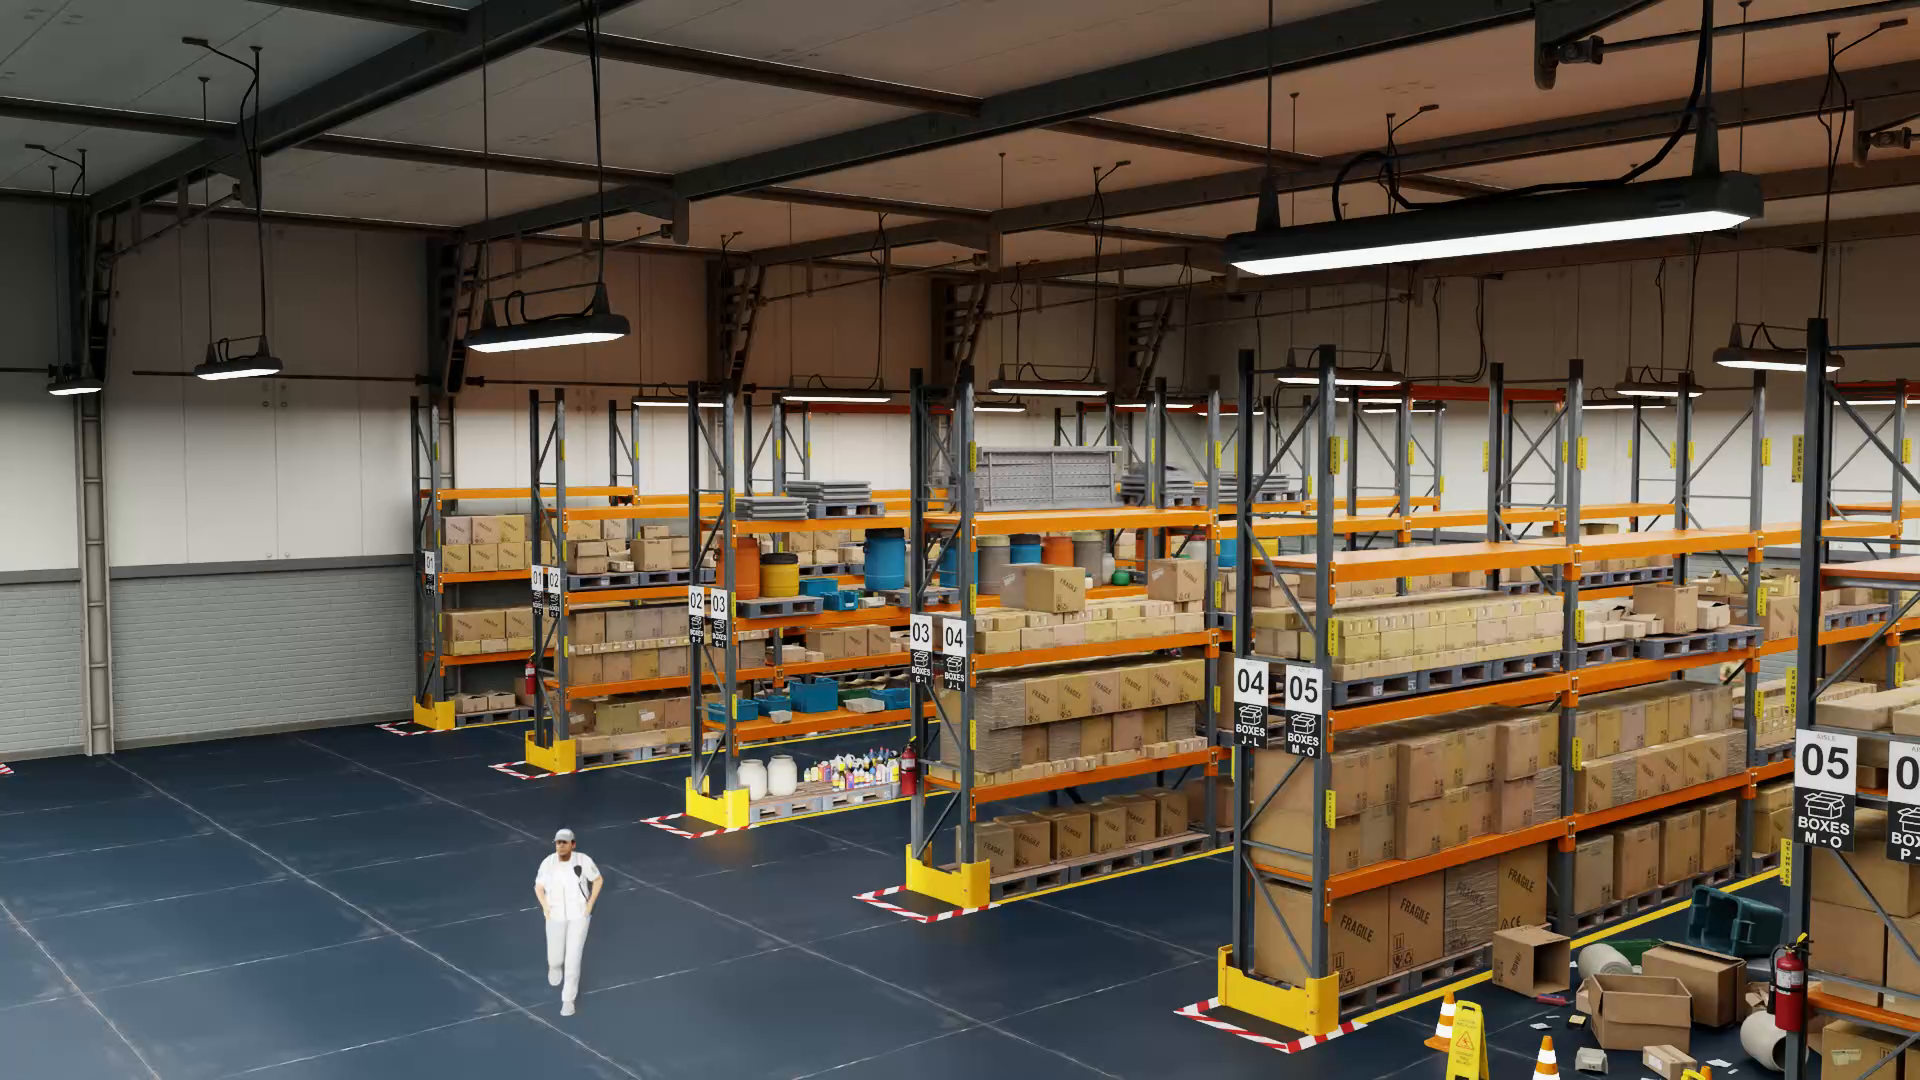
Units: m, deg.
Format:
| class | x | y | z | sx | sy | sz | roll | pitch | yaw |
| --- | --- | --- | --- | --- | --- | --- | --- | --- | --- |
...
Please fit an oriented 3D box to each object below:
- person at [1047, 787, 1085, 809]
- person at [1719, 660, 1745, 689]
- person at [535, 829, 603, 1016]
| class | x | y | z | sx | sy | sz | roll | pitch | yaw |
| --- | --- | --- | --- | --- | --- | --- | --- | --- | --- |
| person | 1.401 | 3.036 | 22.355 | 0.722 | 1.628 | 0.526 | -3 | 5 | -43 |
| person | 13.338 | 2.656 | 28.618 | 0.603 | 1.656 | 0.946 | 0 | 3 | -8 |
| person | -3.591 | 3.465 | 15.297 | 0.612 | 1.644 | 0.727 | 0 | 3 | -6 |
